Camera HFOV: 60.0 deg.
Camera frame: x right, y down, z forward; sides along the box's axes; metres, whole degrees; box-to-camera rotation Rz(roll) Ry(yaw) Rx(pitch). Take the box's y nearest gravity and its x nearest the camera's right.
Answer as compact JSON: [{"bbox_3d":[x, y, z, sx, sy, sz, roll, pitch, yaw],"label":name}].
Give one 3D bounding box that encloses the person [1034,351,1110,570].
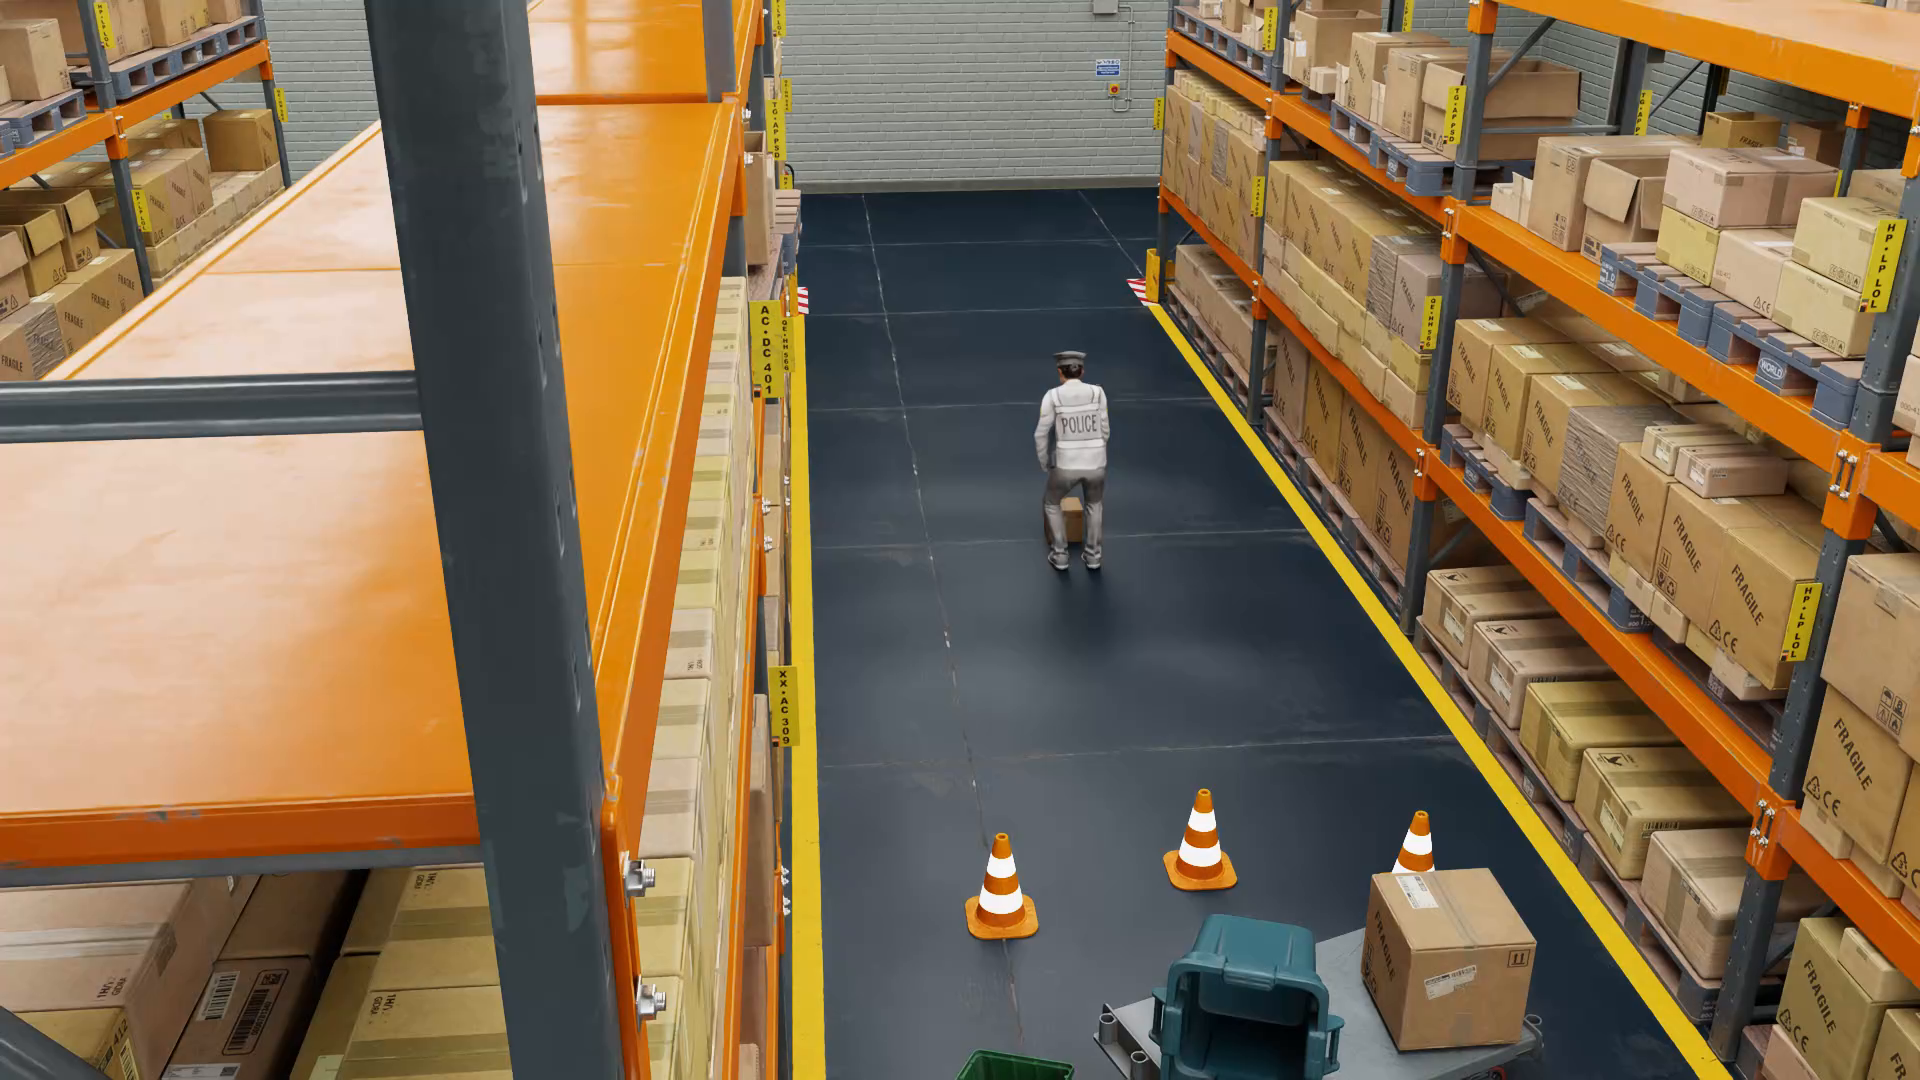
[{"bbox_3d":[0.773,-0.543,11.519,0.527,1.522,0.591,-2,24,-4],"label":"person"}]
